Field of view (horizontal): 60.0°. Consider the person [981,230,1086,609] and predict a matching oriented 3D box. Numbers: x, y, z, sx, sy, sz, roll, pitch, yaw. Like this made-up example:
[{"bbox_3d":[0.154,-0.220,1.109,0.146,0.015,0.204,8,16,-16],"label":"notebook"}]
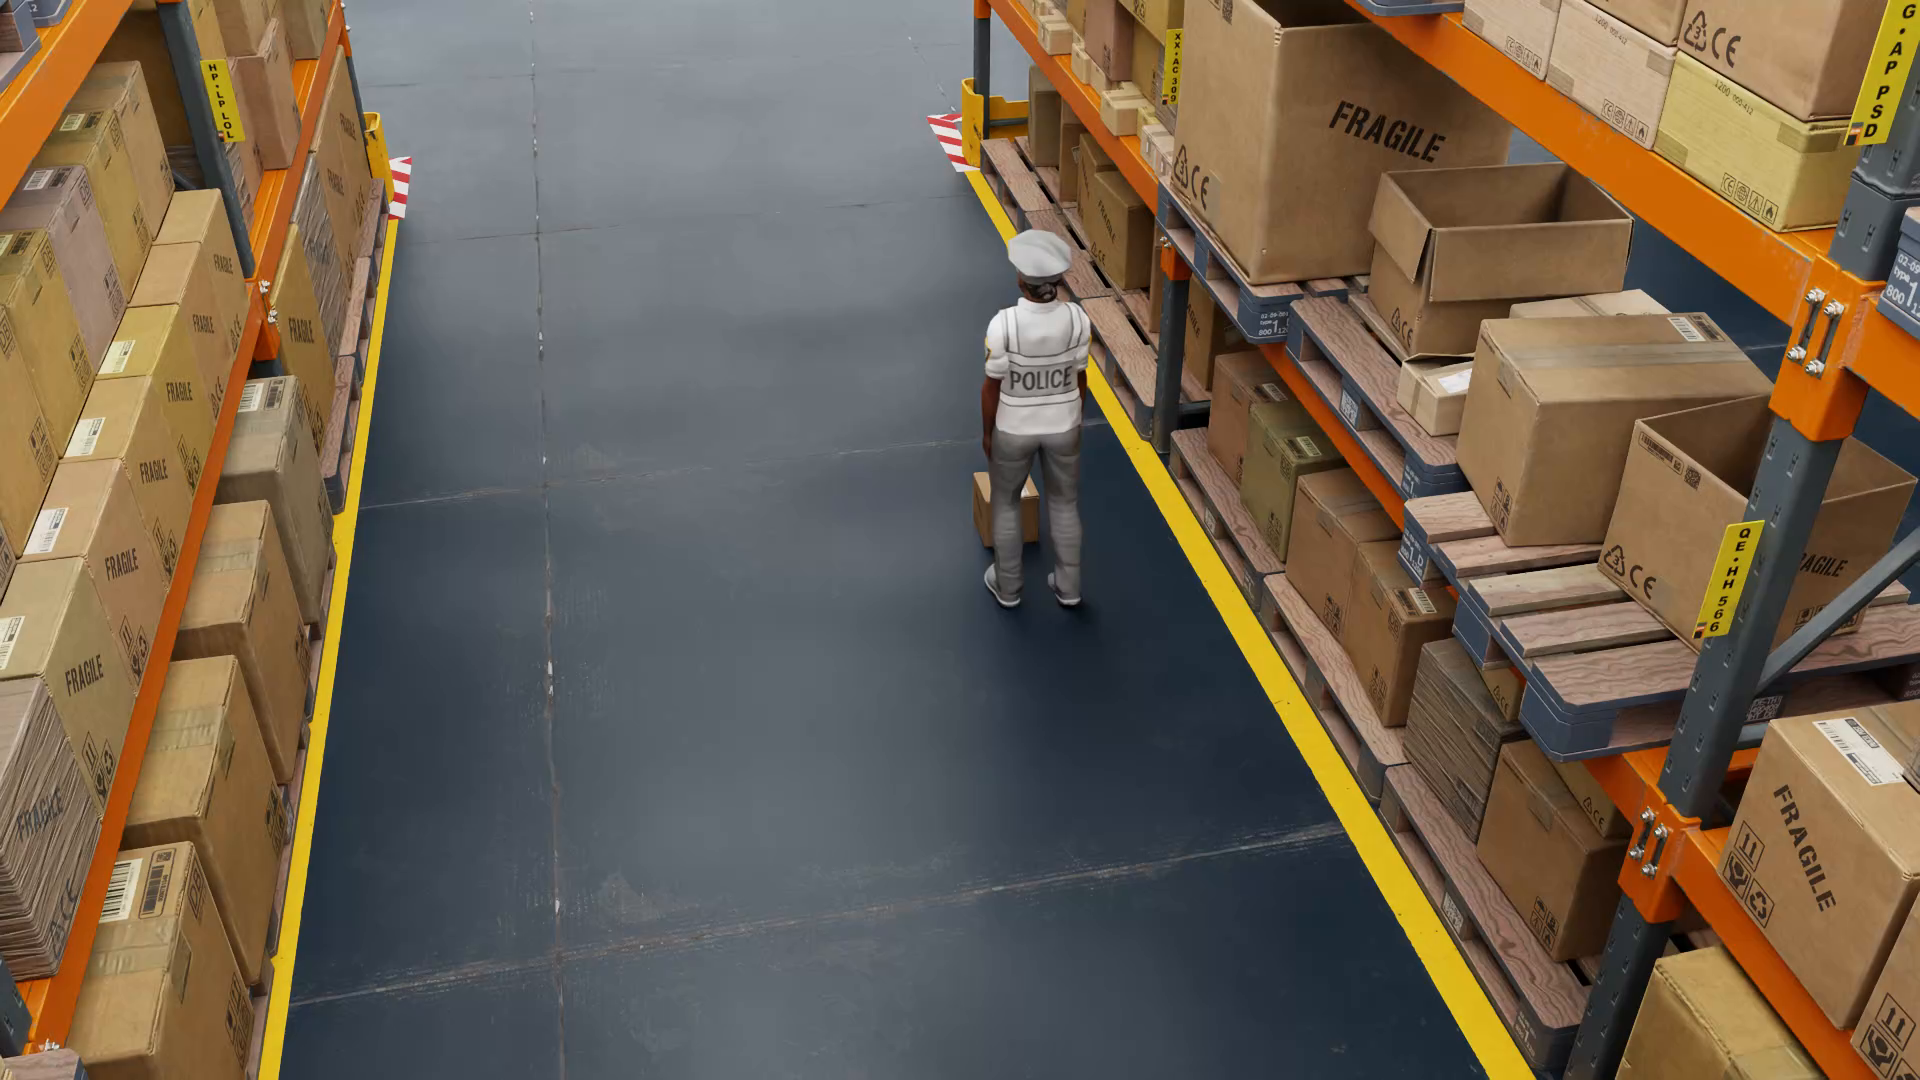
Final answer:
[{"bbox_3d":[0.293,-0.454,6.813,0.434,1.707,0.340,-6,35,-9],"label":"person"}]
